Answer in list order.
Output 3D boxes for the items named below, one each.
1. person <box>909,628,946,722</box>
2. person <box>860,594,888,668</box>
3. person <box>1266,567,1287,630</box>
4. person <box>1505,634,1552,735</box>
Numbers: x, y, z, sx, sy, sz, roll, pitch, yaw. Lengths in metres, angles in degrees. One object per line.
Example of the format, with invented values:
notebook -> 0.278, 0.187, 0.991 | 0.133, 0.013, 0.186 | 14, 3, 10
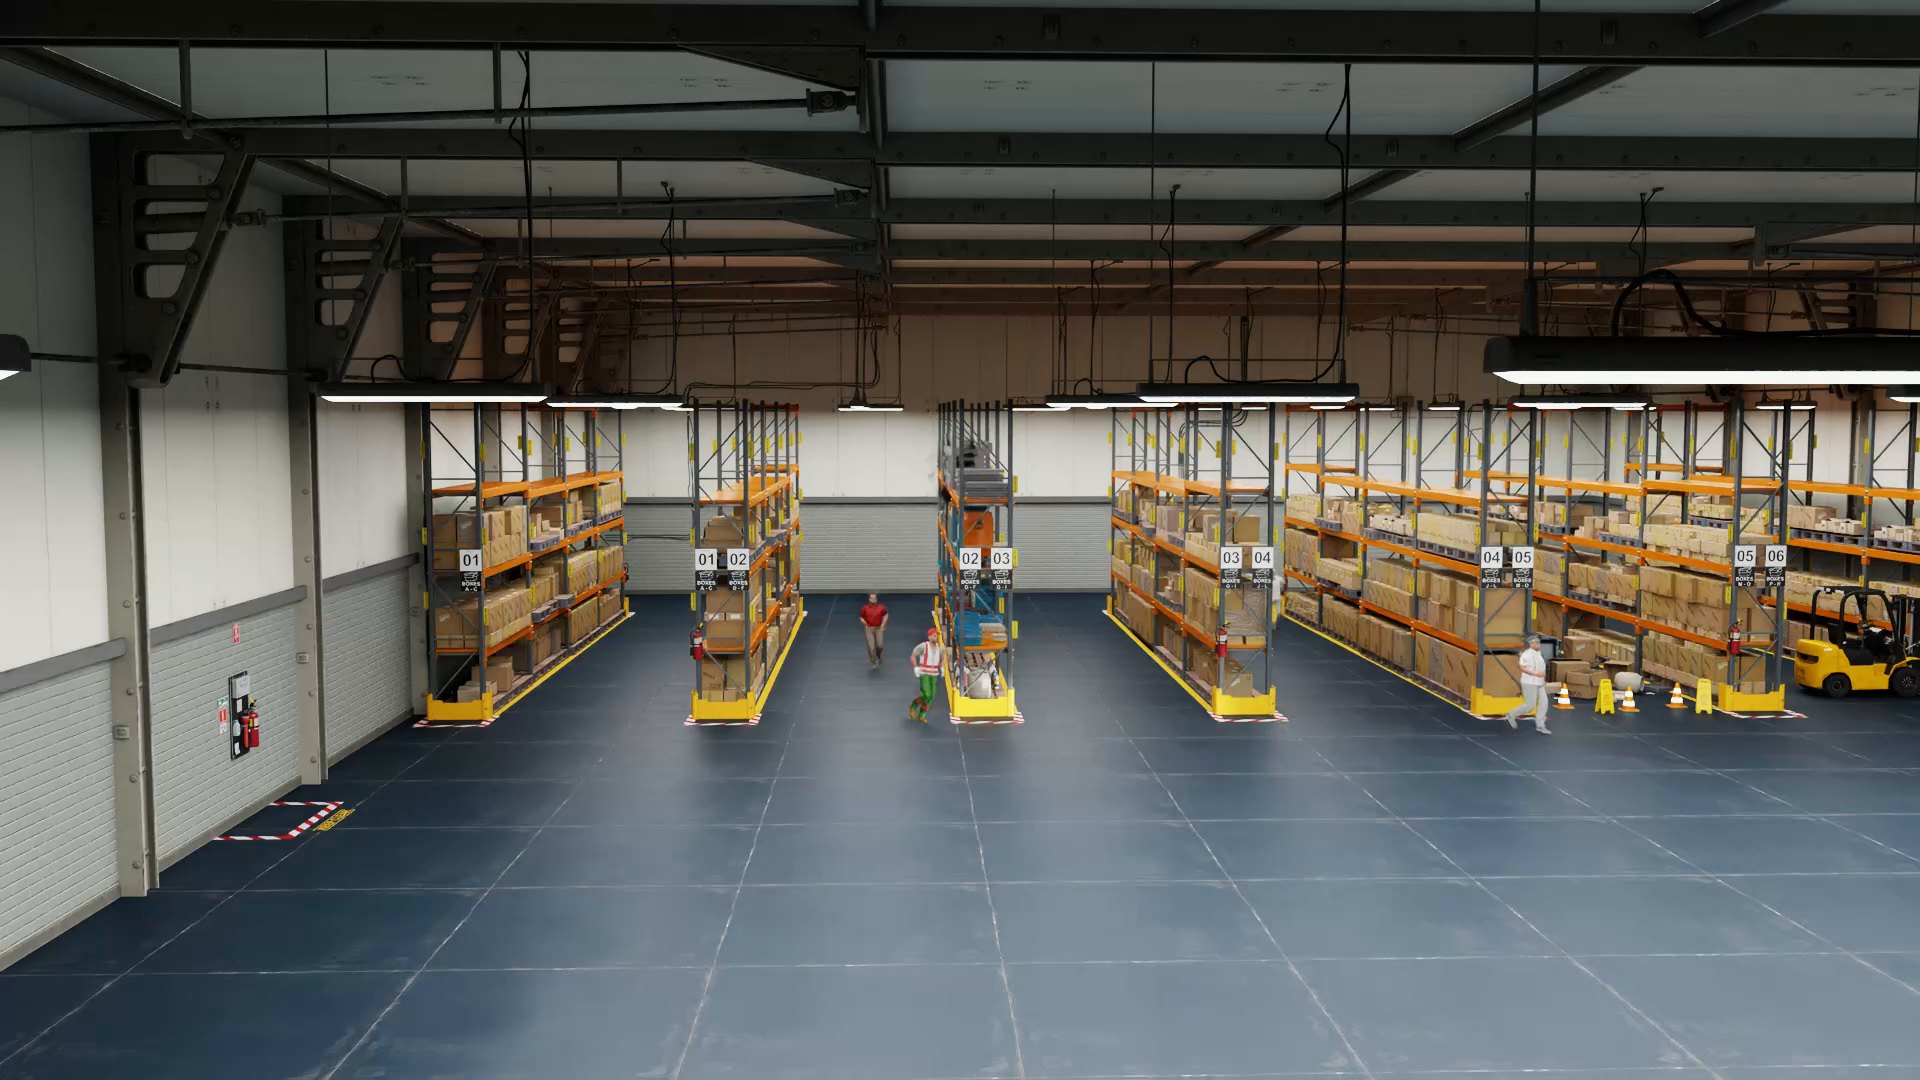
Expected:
person -> -0.559, 2.508, 30.932 | 0.701, 1.729, 0.560 | -3, 5, -32
person -> -1.927, 2.045, 37.276 | 0.638, 1.681, 0.586 | 0, 4, -4
person -> 8.187, 1.548, 43.403 | 0.731, 1.712, 0.782 | 0, 4, 3
person -> 10.247, 2.577, 29.869 | 0.829, 1.799, 0.679 | 4, 6, 42
